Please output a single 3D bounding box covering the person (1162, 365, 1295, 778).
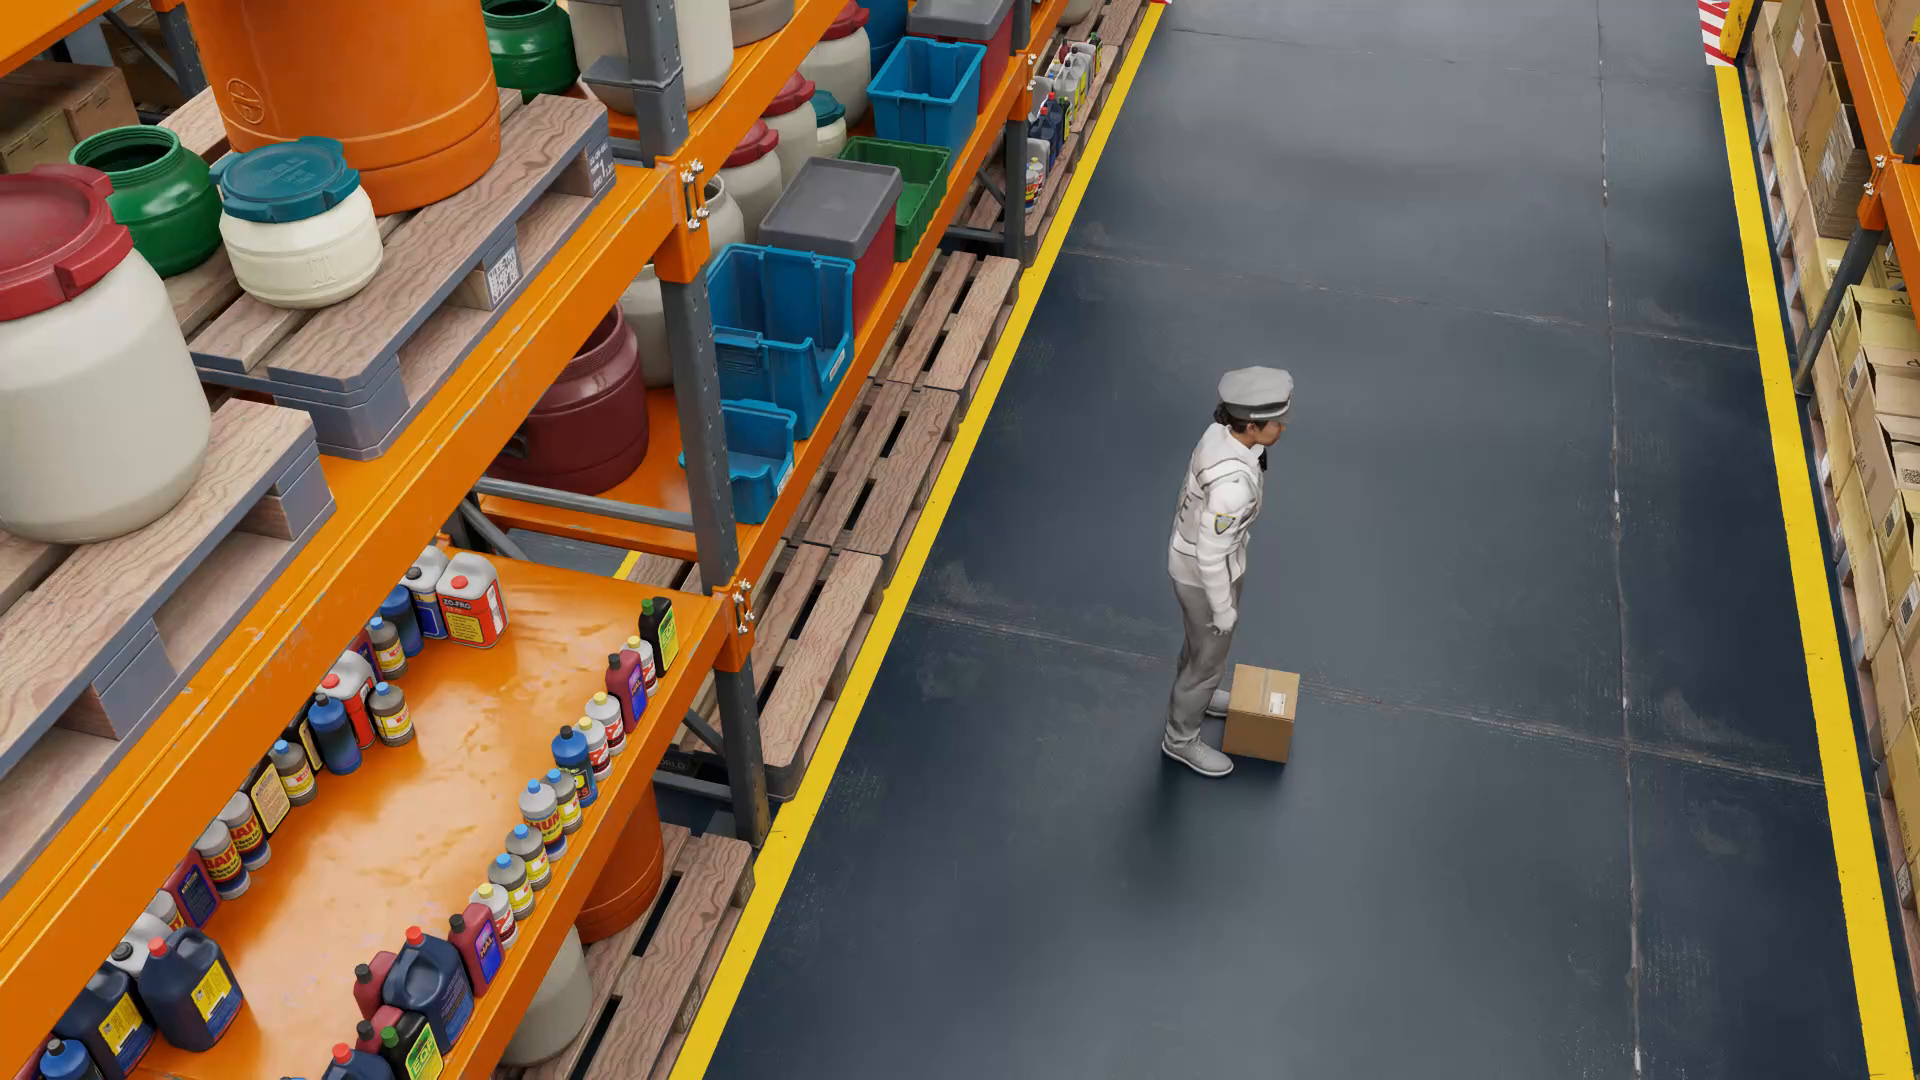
[{"bbox_3d":[0.937,0.099,6.040,0.369,1.667,0.547,8,42,9],"label":"person"}]
